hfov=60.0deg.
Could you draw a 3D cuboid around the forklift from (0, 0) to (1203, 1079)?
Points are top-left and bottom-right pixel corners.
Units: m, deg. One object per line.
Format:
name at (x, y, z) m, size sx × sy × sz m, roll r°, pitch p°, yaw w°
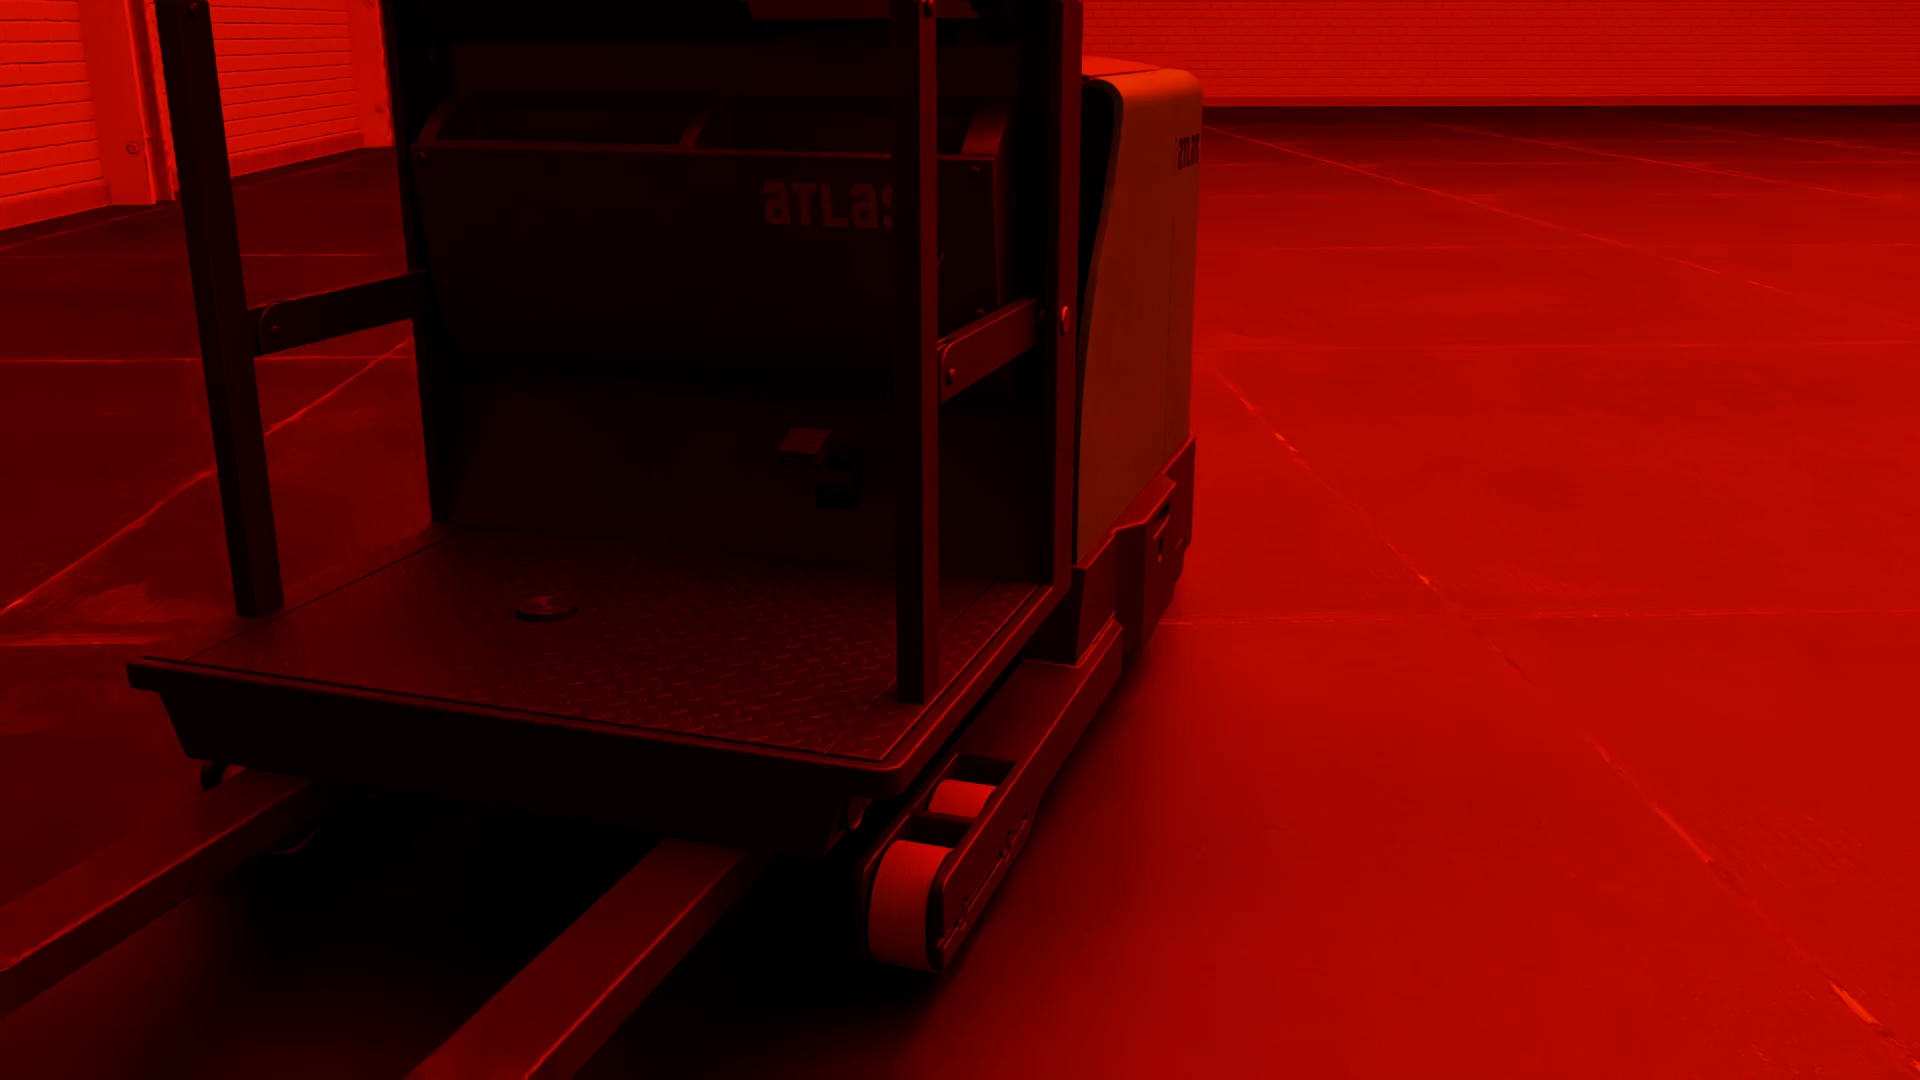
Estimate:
forklift at (-0.438, -0.983, 2.121) m, size 1.130 × 2.935 × 3.031 m, roll 6°, pitch 18°, yaw 18°
